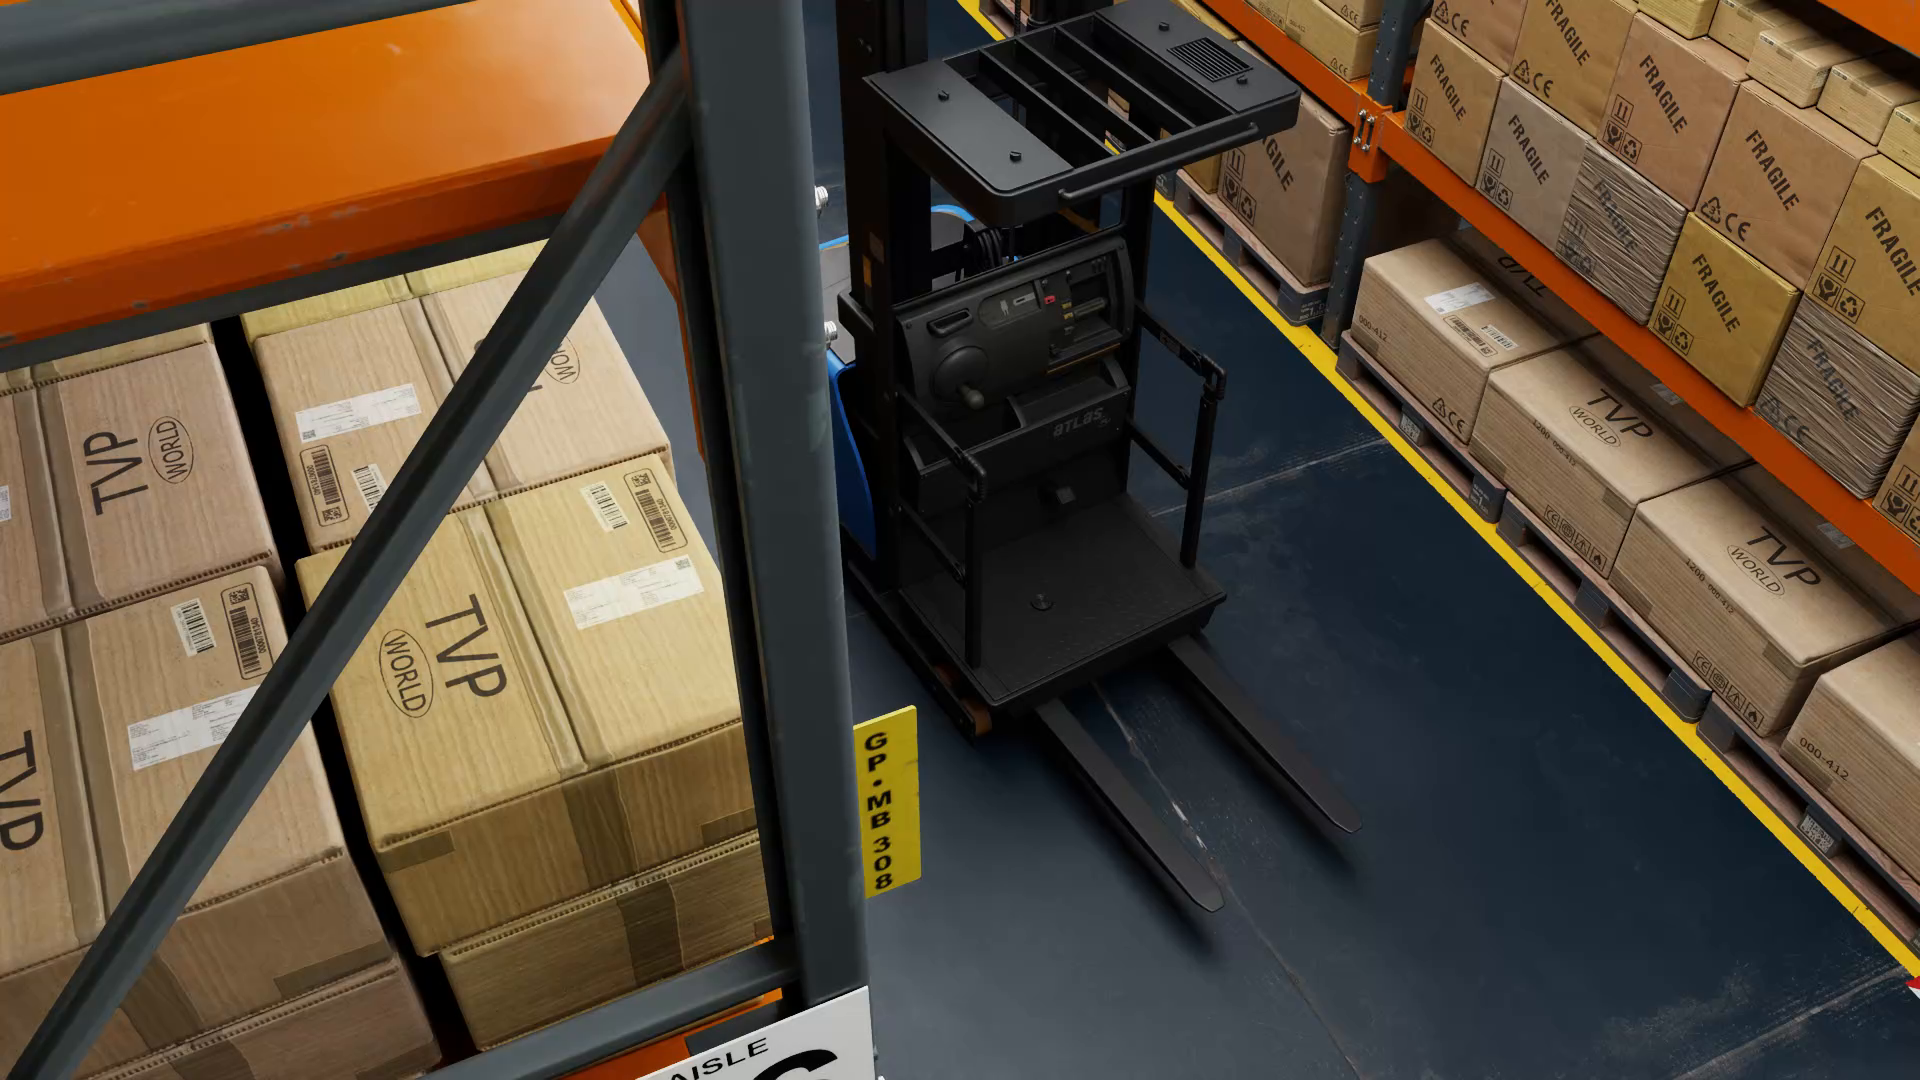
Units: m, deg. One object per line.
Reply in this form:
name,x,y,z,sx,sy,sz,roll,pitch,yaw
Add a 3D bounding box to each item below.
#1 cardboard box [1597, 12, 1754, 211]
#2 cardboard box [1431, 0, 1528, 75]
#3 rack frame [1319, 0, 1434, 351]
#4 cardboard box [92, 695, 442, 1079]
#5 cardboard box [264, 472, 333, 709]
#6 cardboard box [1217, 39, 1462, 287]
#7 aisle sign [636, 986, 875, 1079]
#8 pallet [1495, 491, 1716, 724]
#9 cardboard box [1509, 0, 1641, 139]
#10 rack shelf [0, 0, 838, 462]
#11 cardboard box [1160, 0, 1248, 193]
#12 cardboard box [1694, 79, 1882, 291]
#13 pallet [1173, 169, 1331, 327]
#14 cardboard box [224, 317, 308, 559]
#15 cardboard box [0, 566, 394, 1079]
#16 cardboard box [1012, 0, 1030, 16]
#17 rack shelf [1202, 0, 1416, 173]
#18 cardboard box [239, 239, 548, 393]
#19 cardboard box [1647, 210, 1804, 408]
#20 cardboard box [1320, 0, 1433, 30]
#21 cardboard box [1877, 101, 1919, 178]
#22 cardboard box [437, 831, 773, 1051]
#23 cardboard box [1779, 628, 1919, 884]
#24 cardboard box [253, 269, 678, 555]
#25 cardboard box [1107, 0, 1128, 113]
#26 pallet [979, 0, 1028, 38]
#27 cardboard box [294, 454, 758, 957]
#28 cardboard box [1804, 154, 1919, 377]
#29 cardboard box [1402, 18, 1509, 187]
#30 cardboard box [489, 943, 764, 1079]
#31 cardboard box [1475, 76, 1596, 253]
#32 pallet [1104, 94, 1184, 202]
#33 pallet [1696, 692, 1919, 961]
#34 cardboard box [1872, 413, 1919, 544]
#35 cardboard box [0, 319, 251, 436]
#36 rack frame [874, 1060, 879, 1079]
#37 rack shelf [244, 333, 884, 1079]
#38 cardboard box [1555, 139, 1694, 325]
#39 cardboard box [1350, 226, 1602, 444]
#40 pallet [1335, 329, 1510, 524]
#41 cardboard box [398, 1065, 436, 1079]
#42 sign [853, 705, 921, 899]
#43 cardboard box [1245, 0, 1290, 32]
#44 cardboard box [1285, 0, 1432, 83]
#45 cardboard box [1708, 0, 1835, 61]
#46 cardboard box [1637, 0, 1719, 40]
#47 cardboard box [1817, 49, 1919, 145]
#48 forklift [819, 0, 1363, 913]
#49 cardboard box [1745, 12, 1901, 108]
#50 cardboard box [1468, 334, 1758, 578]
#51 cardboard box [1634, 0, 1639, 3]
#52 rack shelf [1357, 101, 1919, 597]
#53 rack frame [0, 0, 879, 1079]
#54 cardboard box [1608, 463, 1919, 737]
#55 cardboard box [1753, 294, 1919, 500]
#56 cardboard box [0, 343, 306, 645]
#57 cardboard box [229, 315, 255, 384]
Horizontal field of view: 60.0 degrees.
cardboard box,2.626,-1.530,5.751,0.500,0.500,0.500,-17,47,-17
cardboard box,2.215,-2.183,6.413,0.500,0.500,0.500,-18,47,-17
rack frame,2.234,-2.167,7.179,1.000,3.000,0.127,-18,47,-17
cardboard box,-1.020,0.527,2.208,0.500,0.250,0.500,-19,48,-18
cardboard box,-1.246,0.204,2.536,0.500,0.250,0.500,-18,47,-17
cardboard box,1.901,-1.932,8.155,0.875,0.875,0.875,-17,47,-16
aisle sign,-0.291,0.882,2.239,0.394,0.787,0.004,-18,47,-17
pallet,3.000,0.112,6.855,1.003,0.211,1.213,-18,47,-17
cardboard box,2.421,-1.860,6.085,0.500,0.500,0.500,-19,48,-18
rack shelf,-1.427,-1.302,2.546,1.077,0.370,4.000,-18,47,-17
cardboard box,1.514,-2.505,8.736,0.875,0.875,0.875,-17,47,-16
cardboard box,2.836,-1.208,5.424,0.500,0.500,0.500,-18,47,-18
pallet,1.841,-1.644,8.635,1.003,0.211,1.213,-18,47,-17
cardboard box,-1.453,-0.118,2.862,0.500,0.250,0.500,-19,48,-18
cardboard box,-1.026,0.351,2.031,0.500,0.250,0.500,-19,48,-19
cardboard box,0.767,-3.644,9.890,0.875,0.875,0.875,-18,48,-18
rack shelf,1.393,-3.185,8.724,1.077,0.370,4.000,-18,47,-17
cardboard box,-0.965,-0.451,2.843,0.500,0.250,0.500,-19,48,-18
cardboard box,2.822,-0.857,5.781,0.500,0.500,0.500,-17,47,-16
cardboard box,1.828,-2.501,7.268,0.500,0.250,0.500,-18,47,-17
cardboard box,2.997,-1.207,4.961,0.380,0.149,0.250,-17,47,-16
cardboard box,-0.525,0.367,2.371,0.500,0.250,0.500,-19,48,-18
cardboard box,3.548,0.754,5.745,0.875,0.438,0.875,-20,48,-19
cardboard box,-0.742,-0.134,2.523,0.500,0.250,0.500,-18,47,-18
cardboard box,1.138,-3.075,9.313,0.875,0.875,0.875,-17,47,-17
pallet,0.815,-3.199,10.210,1.003,0.211,1.213,-18,47,-17
cardboard box,-0.545,0.195,2.189,0.500,0.250,0.500,-19,48,-18
cardboard box,3.046,-0.887,5.099,0.500,0.500,0.500,-18,47,-18
cardboard box,2.194,-1.826,6.763,0.500,0.500,0.500,-17,47,-16
cardboard box,-0.509,0.600,2.418,0.380,0.149,0.250,-17,47,-17
cardboard box,2.402,-1.504,6.437,0.500,0.500,0.500,-18,47,-17
pallet,1.324,-2.422,9.424,1.003,0.211,1.213,-18,47,-17
pallet,3.509,0.888,6.068,1.003,0.211,1.213,-18,47,-17
cardboard box,3.276,-0.207,5.122,0.500,0.500,0.500,-19,48,-18
cardboard box,-1.470,-0.306,2.696,0.500,0.250,0.500,-18,47,-17
rack frame,-0.586,1.850,3.108,1.000,3.000,0.127,-18,47,-17
rack shelf,-1.427,-0.236,3.599,1.077,0.370,4.000,-18,47,-17
cardboard box,2.605,-1.185,6.113,0.500,0.500,0.500,-18,47,-17
cardboard box,2.401,-0.973,7.494,0.875,0.438,0.875,-19,48,-18
pallet,2.483,-0.667,7.644,1.003,0.211,1.213,-18,47,-17
cardboard box,-0.930,0.736,2.280,0.380,0.149,0.250,-17,47,-16
sign,-0.094,0.311,1.910,0.100,0.325,0.005,-18,47,-17
cardboard box,1.604,-2.650,7.776,0.500,0.250,0.500,-19,48,-18
cardboard box,1.817,-2.325,7.446,0.500,0.250,0.500,-19,48,-18
cardboard box,2.714,-1.712,5.474,0.380,0.149,0.250,-18,47,-18
cardboard box,2.534,-1.848,5.611,0.380,0.149,0.250,-19,48,-19
cardboard box,2.904,-1.380,5.136,0.380,0.149,0.250,-17,47,-16
forklift,0.328,-0.670,5.711,1.130,2.935,3.031,-23,49,-22
cardboard box,2.755,-1.535,5.294,0.380,0.149,0.250,-18,47,-17
cardboard box,2.778,-0.402,6.916,0.875,0.438,0.875,-19,48,-19
cardboard box,2.448,-2.026,5.792,0.380,0.149,0.250,-18,47,-18
rack shelf,3.075,-0.636,6.140,1.077,0.370,4.000,-18,47,-17
rack frame,-0.586,-0.285,1.001,1.000,3.000,0.127,-18,47,-17
cardboard box,3.155,0.173,6.333,0.875,0.438,0.875,-17,47,-16
cardboard box,3.050,-0.532,5.451,0.500,0.500,0.500,-17,47,-16
cardboard box,-1.244,0.020,2.367,0.500,0.250,0.500,-19,48,-19
cardboard box,-1.673,-0.445,3.193,0.500,0.250,0.500,-17,47,-16
